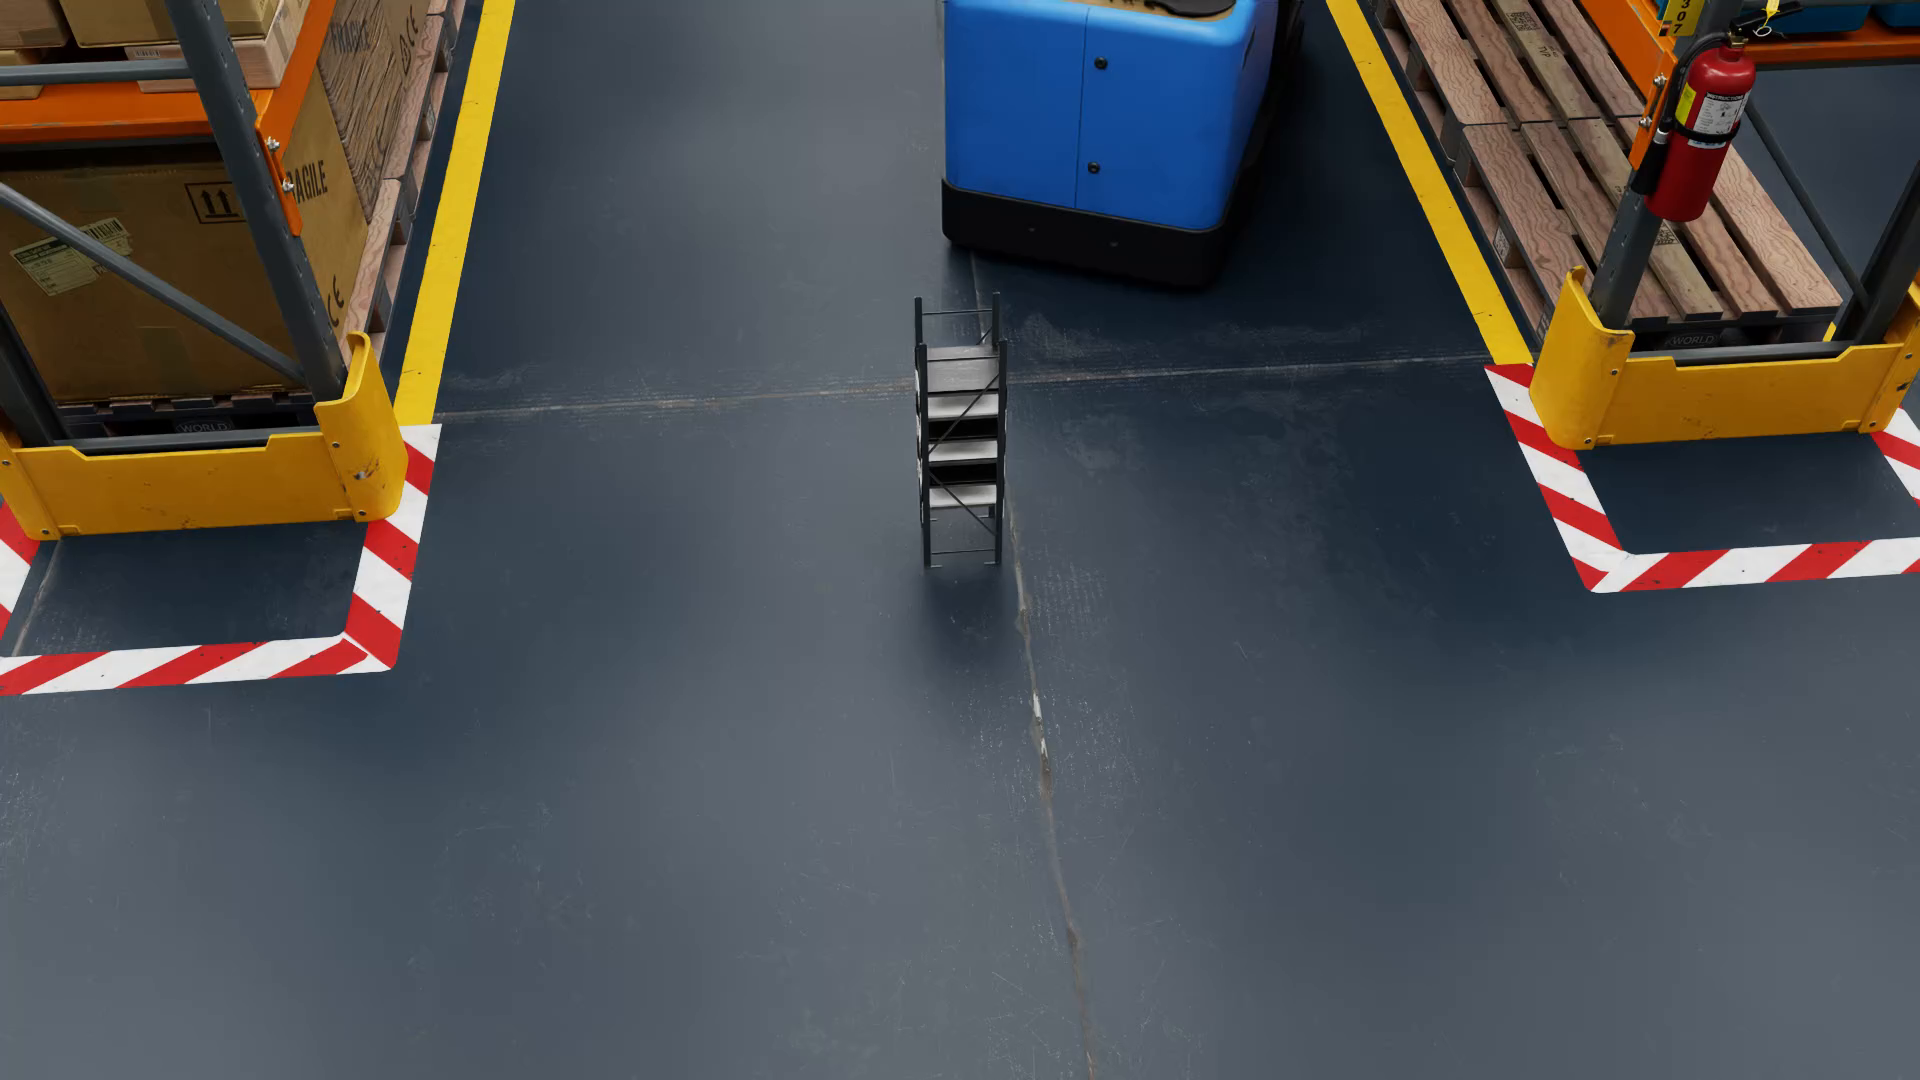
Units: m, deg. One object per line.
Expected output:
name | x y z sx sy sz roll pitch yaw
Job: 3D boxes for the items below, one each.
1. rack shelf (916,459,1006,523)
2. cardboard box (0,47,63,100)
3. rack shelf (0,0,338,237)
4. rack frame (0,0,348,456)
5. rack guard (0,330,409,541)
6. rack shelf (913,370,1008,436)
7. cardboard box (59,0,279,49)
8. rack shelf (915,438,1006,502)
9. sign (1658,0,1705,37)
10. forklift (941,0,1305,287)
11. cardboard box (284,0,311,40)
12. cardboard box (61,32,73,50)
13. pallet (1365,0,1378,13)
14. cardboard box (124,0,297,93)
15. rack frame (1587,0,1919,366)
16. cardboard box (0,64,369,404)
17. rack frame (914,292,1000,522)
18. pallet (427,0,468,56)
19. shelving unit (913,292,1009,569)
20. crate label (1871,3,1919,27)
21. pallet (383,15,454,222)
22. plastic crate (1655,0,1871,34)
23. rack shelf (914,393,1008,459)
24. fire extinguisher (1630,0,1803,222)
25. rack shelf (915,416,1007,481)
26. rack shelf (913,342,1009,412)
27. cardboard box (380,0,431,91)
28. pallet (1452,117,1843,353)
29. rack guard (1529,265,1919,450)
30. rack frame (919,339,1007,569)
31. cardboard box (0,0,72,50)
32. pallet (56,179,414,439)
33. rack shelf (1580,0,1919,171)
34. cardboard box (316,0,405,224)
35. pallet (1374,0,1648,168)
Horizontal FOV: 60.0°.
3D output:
rack shelf | 0.001 -0.157 5.073 0.258 0.077 0.200 -3 47 -3
cardboard box | -2.758 -1.353 4.639 0.380 0.149 0.250 -3 47 -3
rack shelf | -2.568 -2.402 5.954 1.077 0.370 4.000 -3 47 -3
rack frame | -2.400 -1.202 4.322 1.000 3.000 0.127 -3 47 -3
rack guard | -2.398 -0.325 5.214 1.175 0.500 0.348 -3 47 -3
rack shelf | 0.001 -0.404 4.811 0.258 0.077 0.200 -3 47 -3
cardboard box | -2.172 -1.616 4.613 0.500 0.250 0.500 -5 47 -4
rack shelf | 0.001 -0.219 5.007 0.258 0.077 0.200 -3 47 -3
sign | 1.988 -1.514 4.506 0.100 0.325 0.005 -3 47 -3
forklift | 0.854 -3.018 6.090 1.130 2.935 3.031 13 48 12
cardboard box | -2.124 -1.578 4.852 0.380 0.149 0.250 -4 47 -4
cardboard box | -2.782 -1.541 4.817 0.380 0.149 0.250 -3 47 -3
pallet | 2.301 -2.909 7.859 1.003 0.211 1.213 -3 47 -3
cardboard box | -2.101 -1.393 4.676 0.380 0.149 0.250 -3 47 -3
rack frame | 2.535 -1.503 4.608 1.000 3.000 0.127 -3 47 -3
cardboard box | -2.534 -1.074 5.375 0.875 0.875 0.875 -3 47 -3
rack frame | -0.008 -0.377 4.987 0.240 0.900 0.006 -3 47 -3
pallet | -2.750 -2.582 7.550 1.003 0.211 1.213 -3 47 -3
shelving unit | 0.001 -0.304 4.918 0.258 0.900 0.210 -3 47 -3
crate label | 2.843 -1.665 4.835 0.416 0.233 0.303 -3 47 -3
pallet | -2.644 -1.698 6.712 1.003 0.211 1.213 -3 47 -3
plastic crate | 2.321 -1.767 4.792 0.616 0.435 0.499 -3 47 -3
rack shelf | 0.001 -0.343 4.877 0.258 0.077 0.200 -3 47 -3
fire extinguisher | 2.095 -1.211 4.642 0.296 0.674 0.183 -3 47 -3
rack shelf | 0.001 -0.281 4.942 0.258 0.077 0.200 -3 47 -3
rack shelf | 0.001 -0.466 4.746 0.258 0.077 0.200 -3 47 -3
cardboard box | -2.684 -2.376 6.609 0.875 0.875 0.875 -3 47 -3
pallet | 2.505 -1.143 6.187 1.003 0.211 1.213 -3 47 -3
rack guard | 2.550 -0.627 5.499 1.175 0.500 0.348 -3 47 -3
rack frame | 0.009 -0.230 4.848 0.240 0.900 0.006 -3 47 -3
cardboard box | -2.705 -1.587 4.586 0.500 0.250 0.500 -4 47 -4
pallet | -2.545 -0.817 5.878 1.003 0.211 1.213 -3 47 -3
rack shelf | 2.368 -2.703 6.239 1.077 0.370 4.000 -3 47 -3
cardboard box | -2.610 -1.732 5.999 0.875 0.875 0.875 -3 47 -3
pallet | 2.406 -2.024 7.021 1.003 0.211 1.213 -3 47 -3
